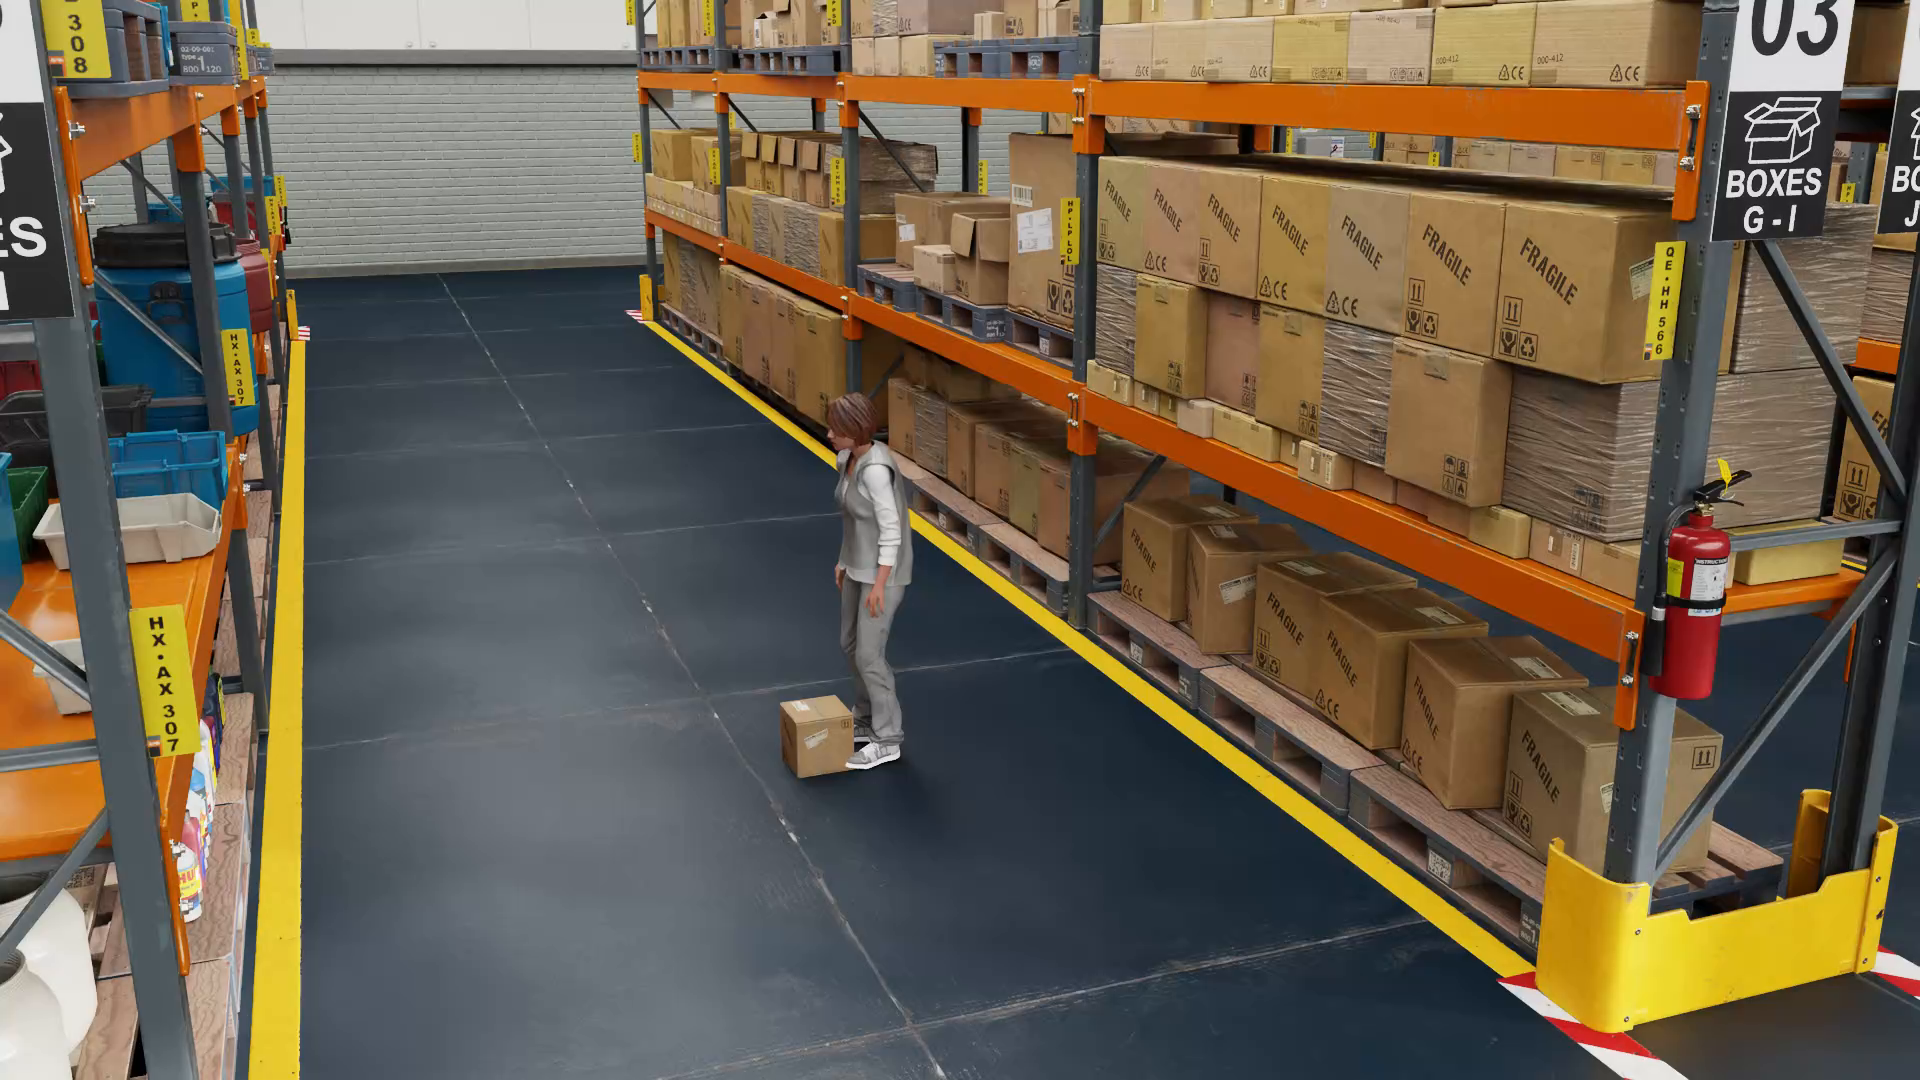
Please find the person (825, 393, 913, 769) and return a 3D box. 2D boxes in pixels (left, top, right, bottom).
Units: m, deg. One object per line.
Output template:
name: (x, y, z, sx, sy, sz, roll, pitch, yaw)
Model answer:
person: (-3.629, -4.417, 15.024, 24.600, 6.000, 19.576, -6, 17, -22)
